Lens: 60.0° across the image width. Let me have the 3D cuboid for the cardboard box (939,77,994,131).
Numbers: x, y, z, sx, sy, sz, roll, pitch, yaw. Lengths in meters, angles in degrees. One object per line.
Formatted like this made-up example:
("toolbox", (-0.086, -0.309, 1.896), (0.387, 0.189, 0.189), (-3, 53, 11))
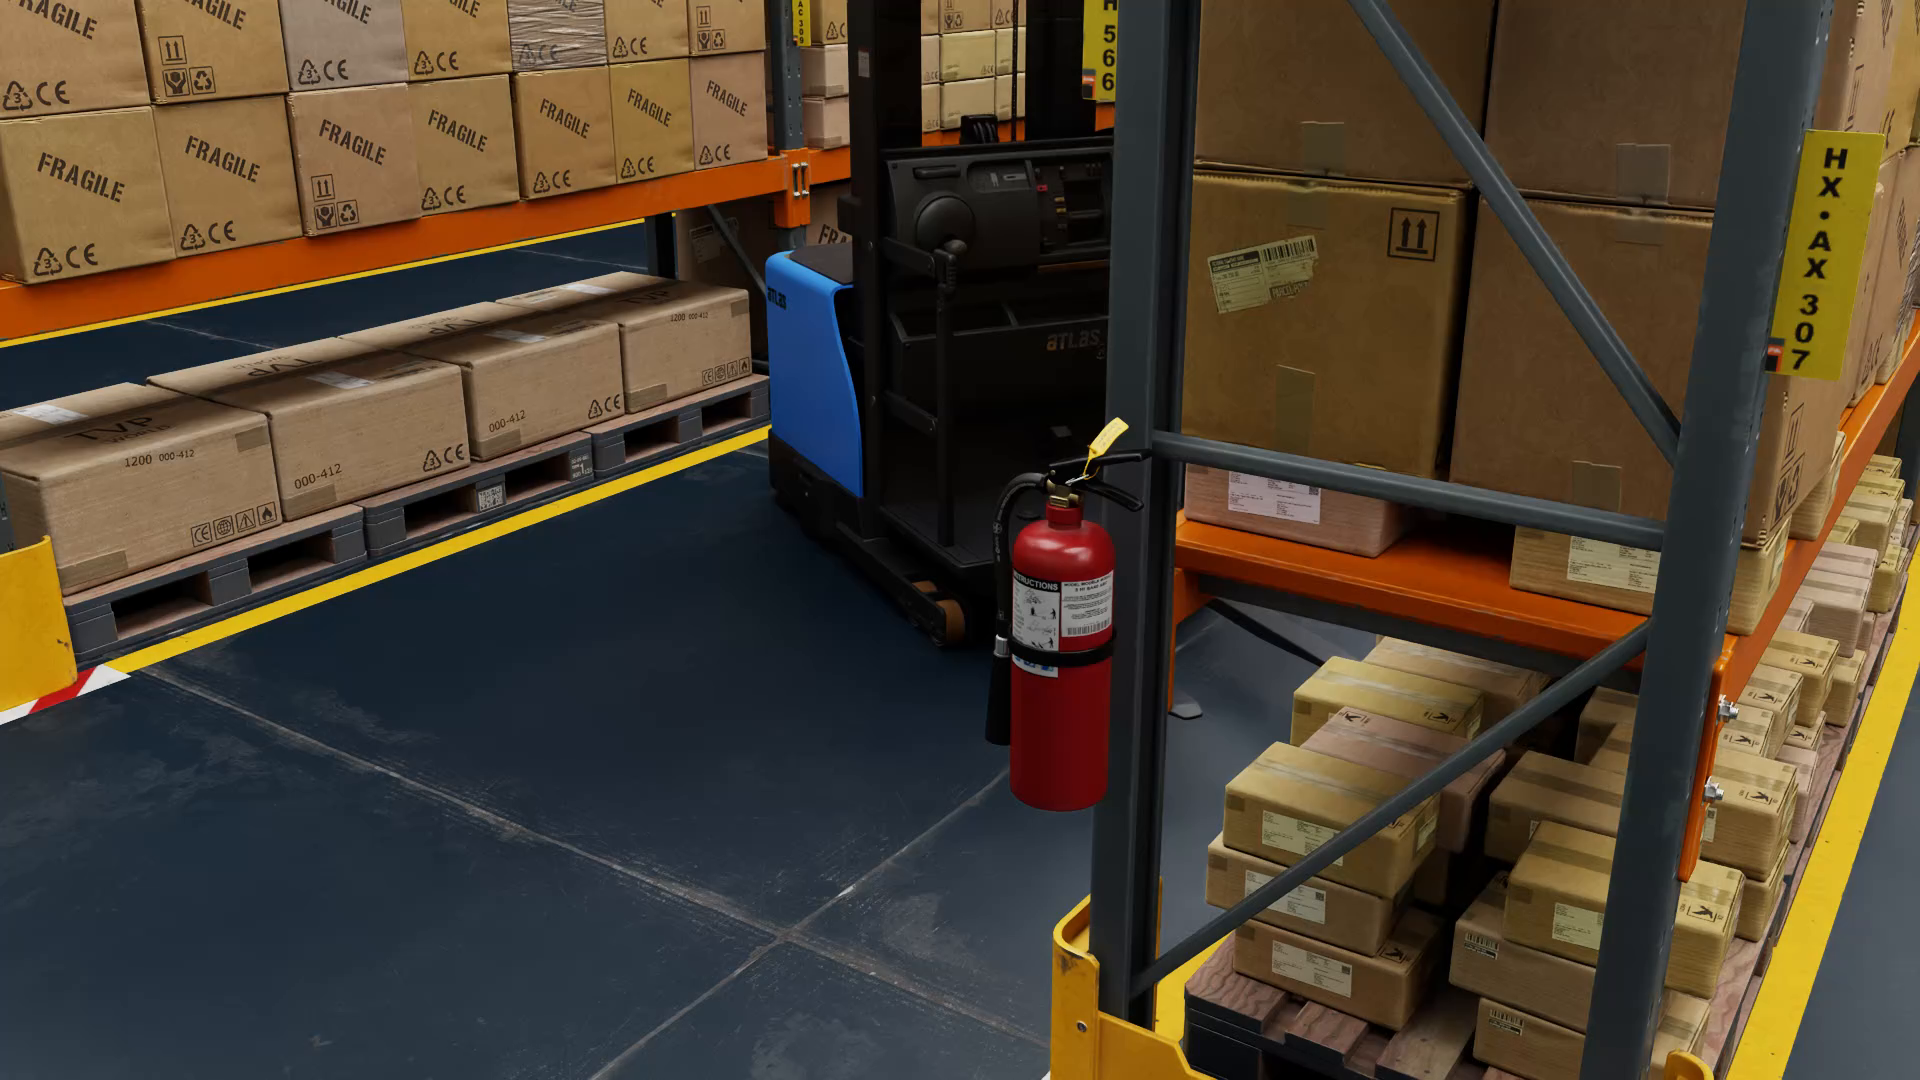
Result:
("cardboard box", (-0.152, -2.457, 9.299), (0.500, 0.250, 0.500), (13, 24, 31))

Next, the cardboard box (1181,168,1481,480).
("cardboard box", (0.734, -0.441, 3.061), (0.500, 0.500, 0.500), (14, 24, 33))

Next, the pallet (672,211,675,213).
("pallet", (-2.572, -3.195, 15.099), (1.003, 0.211, 1.213), (13, 24, 32))

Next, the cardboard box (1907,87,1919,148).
("cardboard box", (1.755, -1.099, 3.398), (0.500, 0.500, 0.500), (13, 24, 31))

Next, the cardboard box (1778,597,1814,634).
("cardboard box", (2.055, 0.229, 4.468), (0.380, 0.149, 0.250), (13, 24, 32))

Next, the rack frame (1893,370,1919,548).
("rack frame", (2.943, -1.223, 5.749), (1.000, 3.000, 0.127), (13, 24, 32))

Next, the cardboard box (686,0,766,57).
("cardboard box", (-1.245, -2.486, 7.578), (0.500, 0.500, 0.500), (13, 24, 31))

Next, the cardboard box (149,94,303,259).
("cardboard box", (-2.688, -1.291, 5.788), (0.500, 0.500, 0.500), (13, 24, 31))

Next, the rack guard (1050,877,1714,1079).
("rack guard", (0.737, 1.075, 3.138), (1.175, 0.500, 0.348), (13, 24, 32))

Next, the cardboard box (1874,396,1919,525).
("cardboard box", (3.577, -0.408, 6.543), (0.500, 0.500, 0.500), (14, 25, 34))

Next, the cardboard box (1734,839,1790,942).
("cardboard box", (1.701, 0.761, 3.888), (0.380, 0.149, 0.250), (14, 24, 32))

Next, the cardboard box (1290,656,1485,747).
("cardboard box", (1.011, 0.424, 3.941), (0.380, 0.149, 0.250), (13, 24, 31))

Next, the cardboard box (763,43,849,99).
("cardboard box", (-0.728, -2.395, 8.412), (0.500, 0.250, 0.500), (12, 24, 30))

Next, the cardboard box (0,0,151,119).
("cardboard box", (-2.951, -1.610, 5.209), (0.500, 0.500, 0.500), (13, 24, 31))

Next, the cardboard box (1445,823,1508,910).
("cardboard box", (1.098, 0.720, 3.998), (0.380, 0.149, 0.250), (13, 24, 32))

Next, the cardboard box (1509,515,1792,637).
("cardboard box", (1.147, 0.013, 2.768), (0.380, 0.149, 0.250), (13, 24, 31))

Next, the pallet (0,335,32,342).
("pallet", (-6.387, -1.270, 9.895), (1.003, 0.211, 1.213), (13, 24, 32))

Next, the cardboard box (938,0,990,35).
("cardboard box", (-0.176, -3.041, 9.076), (0.500, 0.500, 0.500), (13, 24, 31))

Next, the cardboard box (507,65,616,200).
("cardboard box", (-1.813, -1.728, 6.968), (0.500, 0.500, 0.500), (13, 24, 31))

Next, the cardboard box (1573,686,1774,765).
("cardboard box", (1.644, 0.464, 3.833), (0.380, 0.149, 0.250), (12, 23, 29))

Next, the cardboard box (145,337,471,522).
("cardboard box", (-2.661, -0.480, 6.828), (0.875, 0.438, 0.875), (14, 25, 33))

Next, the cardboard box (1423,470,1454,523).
("cardboard box", (0.814, -0.171, 3.264), (0.380, 0.149, 0.250), (13, 24, 32))

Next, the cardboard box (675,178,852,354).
("cardboard box", (-0.926, -1.554, 9.099), (0.875, 0.875, 0.875), (14, 25, 33))

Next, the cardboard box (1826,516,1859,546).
("cardboard box", (2.503, 0.004, 5.078), (0.380, 0.149, 0.250), (14, 25, 34))

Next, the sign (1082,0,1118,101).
("sign", (0.246, -0.881, 2.698), (0.100, 0.325, 0.005), (13, 24, 32))

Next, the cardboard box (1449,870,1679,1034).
("cardboard box", (1.201, 0.825, 3.287), (0.380, 0.149, 0.250), (14, 25, 34))

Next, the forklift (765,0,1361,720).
("forklift", (0.277, -1.178, 5.725), (1.130, 2.935, 3.031), (-10, 22, -24))

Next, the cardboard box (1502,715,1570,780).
("cardboard box", (1.281, 0.511, 4.134), (0.380, 0.149, 0.250), (13, 24, 31))

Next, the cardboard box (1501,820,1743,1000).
("cardboard box", (1.269, 0.701, 3.192), (0.380, 0.149, 0.250), (12, 23, 29))

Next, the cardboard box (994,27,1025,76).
("cardboard box", (0.131, -2.835, 9.602), (0.500, 0.250, 0.500), (12, 24, 30))

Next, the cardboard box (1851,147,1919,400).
("cardboard box", (1.740, -0.634, 3.581), (0.500, 0.500, 0.500), (14, 24, 33))

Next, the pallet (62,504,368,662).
("pallet", (-3.072, 0.051, 6.323), (1.003, 0.211, 1.213), (13, 24, 32))

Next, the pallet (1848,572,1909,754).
("pallet", (2.594, 0.284, 5.693), (1.003, 0.211, 1.213), (13, 24, 32))

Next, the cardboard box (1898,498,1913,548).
("cardboard box", (3.028, -0.070, 5.707), (0.380, 0.149, 0.250), (14, 24, 33))

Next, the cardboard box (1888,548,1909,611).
("cardboard box", (3.004, 0.096, 5.686), (0.380, 0.149, 0.250), (14, 24, 32))

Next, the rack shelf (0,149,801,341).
("rack shelf", (-2.332, -1.248, 6.853), (1.077, 0.370, 4.000), (13, 24, 32))

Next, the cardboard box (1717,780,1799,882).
("cardboard box", (1.700, 0.617, 3.848), (0.380, 0.149, 0.250), (14, 25, 33))

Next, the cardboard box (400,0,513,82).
("cardboard box", (-2.104, -2.052, 6.404), (0.500, 0.500, 0.500), (13, 24, 32))

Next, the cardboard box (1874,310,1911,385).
("cardboard box", (2.156, -0.515, 4.197), (0.380, 0.149, 0.250), (14, 24, 33))

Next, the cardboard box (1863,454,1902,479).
("cardboard box", (2.958, -0.209, 5.654), (0.380, 0.149, 0.250), (14, 25, 33))
